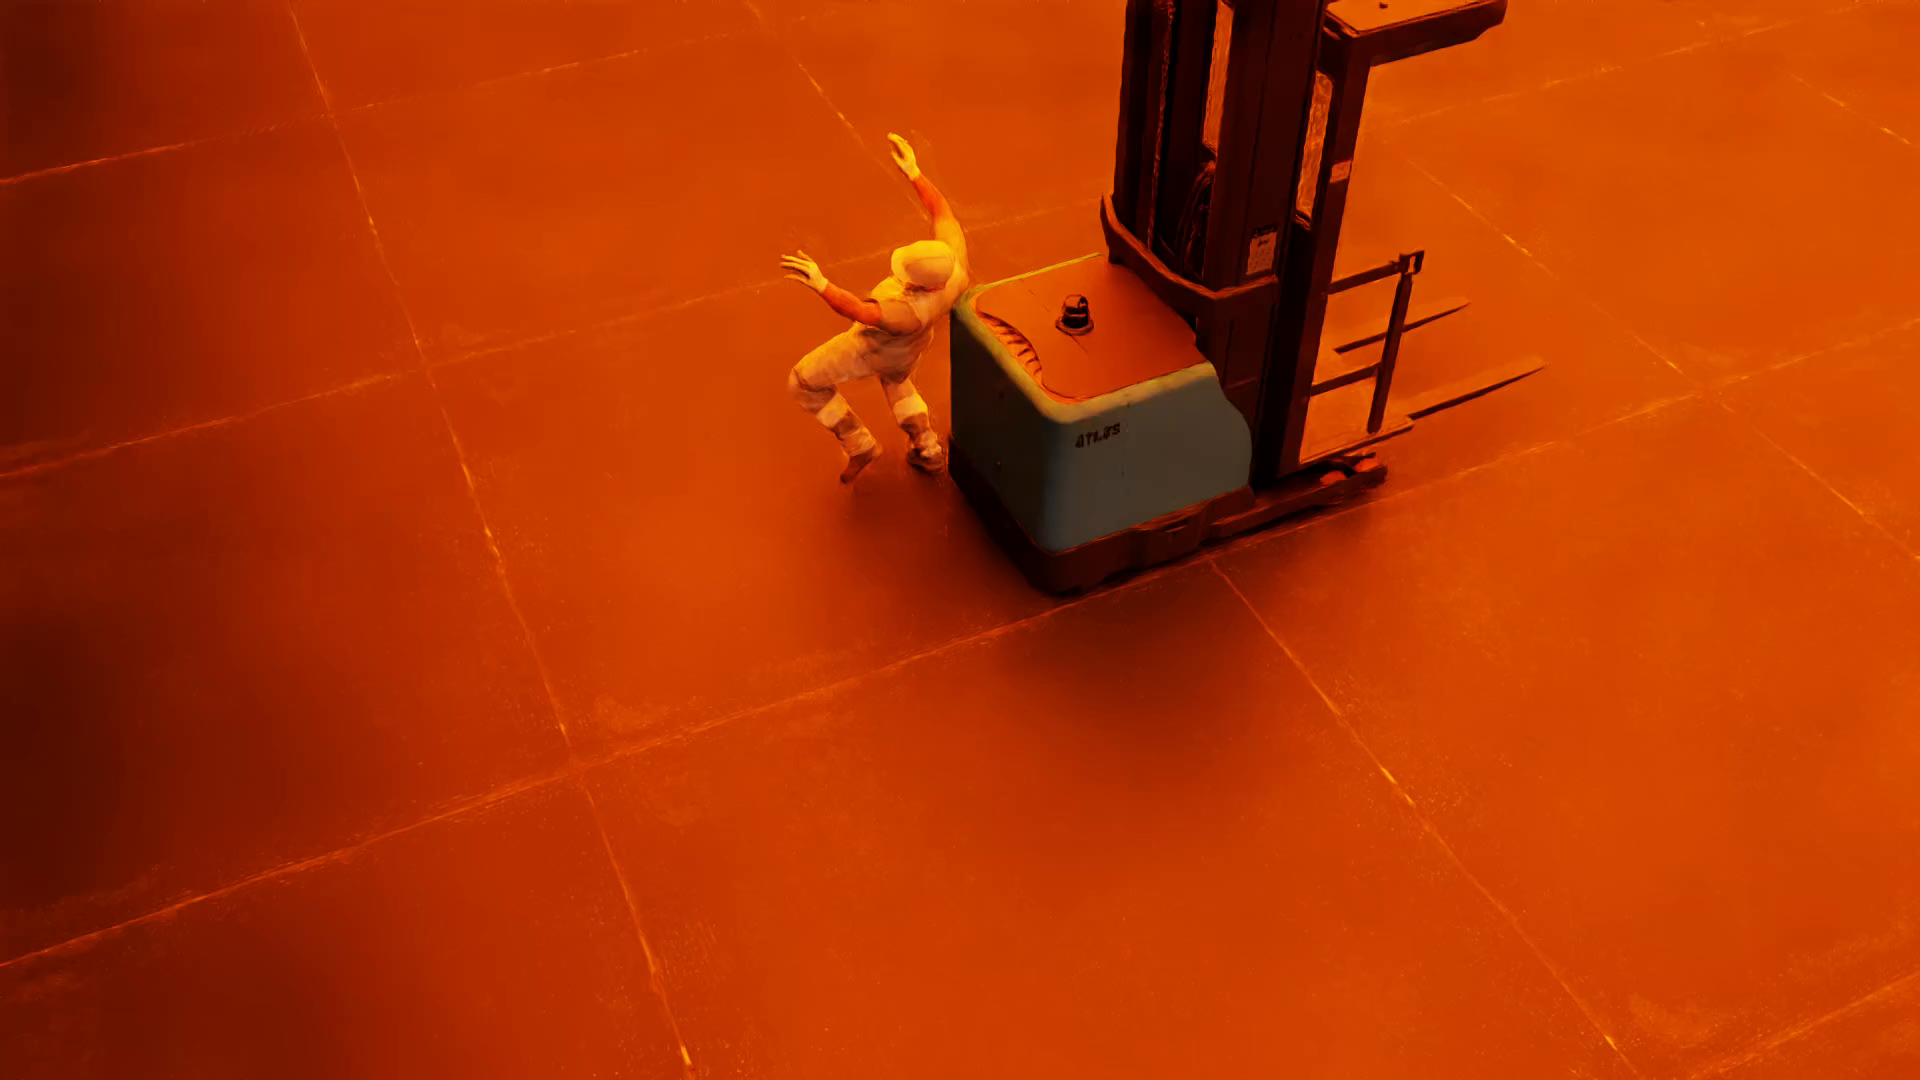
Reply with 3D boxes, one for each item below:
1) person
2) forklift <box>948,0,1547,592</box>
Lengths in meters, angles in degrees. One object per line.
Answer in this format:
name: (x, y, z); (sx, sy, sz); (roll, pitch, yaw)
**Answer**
person: (-0.410, -0.853, 7.606); (0.804, 1.565, 1.053); (33, 52, 30)
forklift: (1.494, -1.546, 7.337); (3.031, 2.935, 1.130); (-19, 46, -19)
